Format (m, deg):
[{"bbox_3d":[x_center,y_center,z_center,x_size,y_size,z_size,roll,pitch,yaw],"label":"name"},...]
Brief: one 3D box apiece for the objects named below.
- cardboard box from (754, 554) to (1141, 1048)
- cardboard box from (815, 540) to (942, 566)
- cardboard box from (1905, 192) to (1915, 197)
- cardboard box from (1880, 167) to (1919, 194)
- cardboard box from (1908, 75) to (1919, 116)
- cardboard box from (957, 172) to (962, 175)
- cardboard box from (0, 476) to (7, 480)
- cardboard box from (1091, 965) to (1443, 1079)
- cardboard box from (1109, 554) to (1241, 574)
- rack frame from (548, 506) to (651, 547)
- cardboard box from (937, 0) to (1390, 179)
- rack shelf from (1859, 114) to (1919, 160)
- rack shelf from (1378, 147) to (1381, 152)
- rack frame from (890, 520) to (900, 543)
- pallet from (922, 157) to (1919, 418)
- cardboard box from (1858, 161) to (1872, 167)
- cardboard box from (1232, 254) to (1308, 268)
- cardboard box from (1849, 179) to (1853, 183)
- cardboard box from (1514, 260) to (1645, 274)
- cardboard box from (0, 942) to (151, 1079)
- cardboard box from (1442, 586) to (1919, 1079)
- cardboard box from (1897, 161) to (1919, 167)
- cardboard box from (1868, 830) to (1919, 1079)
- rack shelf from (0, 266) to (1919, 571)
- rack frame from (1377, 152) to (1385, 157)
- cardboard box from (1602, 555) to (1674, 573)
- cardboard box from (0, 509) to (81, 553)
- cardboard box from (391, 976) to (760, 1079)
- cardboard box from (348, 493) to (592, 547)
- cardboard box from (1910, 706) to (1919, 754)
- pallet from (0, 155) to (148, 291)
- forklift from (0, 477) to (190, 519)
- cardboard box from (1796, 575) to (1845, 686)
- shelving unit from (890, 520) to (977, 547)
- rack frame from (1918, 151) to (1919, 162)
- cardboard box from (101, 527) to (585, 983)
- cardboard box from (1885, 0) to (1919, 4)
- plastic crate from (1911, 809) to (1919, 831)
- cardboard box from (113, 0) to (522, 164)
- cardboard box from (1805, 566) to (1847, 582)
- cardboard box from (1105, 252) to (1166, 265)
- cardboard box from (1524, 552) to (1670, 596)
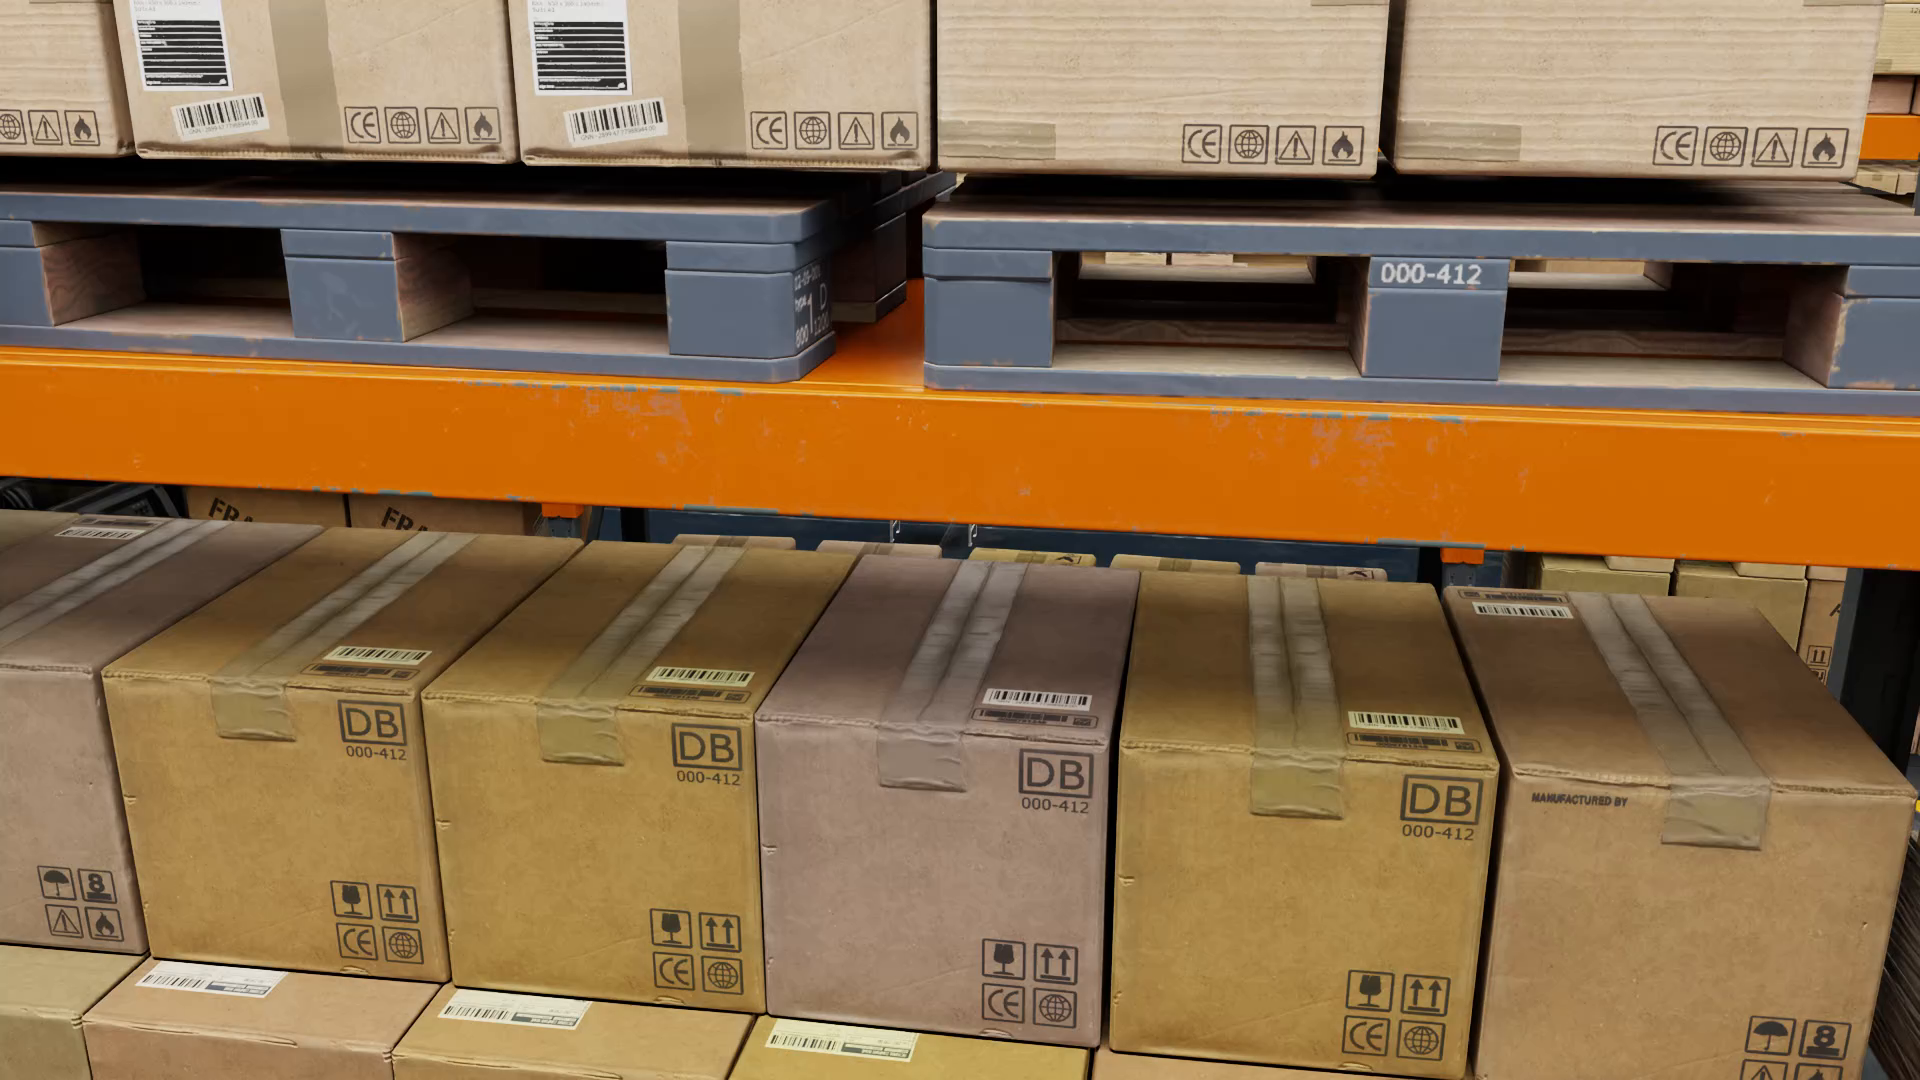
[{"bbox_3d":[0.014,0.382,2.700,0.500,0.500,0.700,3,19,9],"label":"cardboard box"},{"bbox_3d":[-0.466,0.334,8.057,0.625,0.372,0.950,3,19,8],"label":"cardboard box"},{"bbox_3d":[4.119,-1.086,6.621,0.500,0.500,0.700,3,19,8],"label":"cardboard box"},{"bbox_3d":[6.295,-2.383,11.048,0.250,0.149,0.380,3,19,9],"label":"cardboard box"},{"bbox_3d":[3.725,-1.696,6.314,0.250,0.149,0.380,3,19,8],"label":"cardboard box"},{"bbox_3d":[-0.093,-2.726,12.544,0.250,0.149,0.380,3,19,9],"label":"cardboard box"},{"bbox_3d":[-5.077,-0.166,8.759,0.875,0.875,0.875,4,19,10],"label":"cardboard box"},{"bbox_3d":[0.455,0.963,2.542,0.500,0.500,0.500,3,19,8],"label":"cardboard box"},{"bbox_3d":[0.969,0.408,7.835,0.625,0.372,0.950,4,19,12],"label":"cardboard box"},{"bbox_3d":[-1.752,-0.779,7.905,0.127,3.000,1.000,3,19,9],"label":"rack frame"},{"bbox_3d":[0.258,-0.613,2.098,0.500,0.250,0.500,3,19,8],"label":"cardboard box"},{"bbox_3d":[4.172,-1.559,6.641,4.000,0.370,1.077,3,19,9],"label":"rack shelf"},{"bbox_3d":[0.223,-1.760,7.242,4.000,0.370,1.077,3,19,9],"label":"rack shelf"},{"bbox_3d":[-0.404,-0.590,10.174,0.015,1.200,0.240,3,19,9],"label":"rack frame"},{"bbox_3d":[0.599,-0.385,2.299,1.217,0.209,0.805,2,19,6],"label":"pallet"},{"bbox_3d":[6.117,-2.544,11.532,0.250,0.149,0.380,3,19,10],"label":"cardboard box"},{"bbox_3d":[1.215,-0.942,7.101,0.500,0.500,0.500,3,19,9],"label":"cardboard box"},{"bbox_3d":[5.798,-2.423,11.169,0.250,0.149,0.380,3,19,9],"label":"cardboard box"},{"bbox_3d":[2.597,-1.151,6.812,0.500,0.500,0.700,3,19,8],"label":"cardboard box"},{"bbox_3d":[-1.535,0.861,2.845,0.500,0.500,0.500,3,19,8],"label":"cardboard box"},{"bbox_3d":[1.021,0.433,2.548,0.500,0.500,0.700,3,19,8],"label":"cardboard box"},{"bbox_3d":[6.633,-2.512,11.434,0.250,0.149,0.380,3,19,8],"label":"cardboard box"},{"bbox_3d":[1.878,0.922,2.585,0.550,0.550,0.875,3,19,9],"label":"cardboard box"},{"bbox_3d":[-0.463,-0.204,2.592,4.000,0.370,1.077,3,19,9],"label":"rack shelf"},{"bbox_3d":[2.981,-2.133,11.951,0.127,3.000,1.000,3,19,9],"label":"rack frame"},{"bbox_3d":[2.851,0.003,7.034,0.250,0.149,0.380,3,19,9],"label":"cardboard box"},{"bbox_3d":[-1.996,0.281,3.003,0.500,0.500,0.700,3,19,8],"label":"cardboard box"},{"bbox_3d":[-0.545,0.912,2.692,0.500,0.500,0.500,3,19,8],"label":"cardboard box"},{"bbox_3d":[-2.421,-0.032,8.357,0.875,0.875,0.875,3,19,8],"label":"cardboard box"},{"bbox_3d":[3.790,0.690,7.184,0.500,0.250,0.500,3,19,8],"label":"cardboard box"},{"bbox_3d":[-1.793,-0.541,2.762,1.003,0.211,1.213,4,19,11],"label":"pallet"},{"bbox_3d":[-2.720,0.060,5.505,3.031,2.935,1.130,4,19,11],"label":"forklift"},{"bbox_3d":[3.779,0.335,7.063,0.500,0.500,0.500,4,19,12],"label":"cardboard box"},{"bbox_3d":[-0.163,-0.577,10.138,0.503,1.200,0.258,3,19,9],"label":"shelving unit"},{"bbox_3d":[1.512,-1.867,1.701,0.127,3.000,1.000,3,19,9],"label":"rack frame"},{"bbox_3d":[-0.989,0.331,2.854,0.500,0.500,0.700,3,19,8],"label":"cardboard box"},{"bbox_3d":[3.485,-2.103,6.273,0.250,0.149,0.380,2,19,7],"label":"cardboard box"},{"bbox_3d":[3.617,1.142,6.763,0.583,0.080,0.402,-3,19,-10],"label":"plastic crate"},{"bbox_3d":[-0.756,-0.694,2.243,0.500,0.311,0.500,3,19,8],"label":"cardboard box"},{"bbox_3d":[3.625,0.041,6.921,0.250,0.149,0.380,4,19,12],"label":"cardboard box"},{"bbox_3d":[0.749,-1.263,7.039,0.250,0.149,0.380,2,19,6],"label":"cardboard box"},{"bbox_3d":[2.737,0.285,7.212,0.500,0.500,0.500,4,19,11],"label":"cardboard box"}]
